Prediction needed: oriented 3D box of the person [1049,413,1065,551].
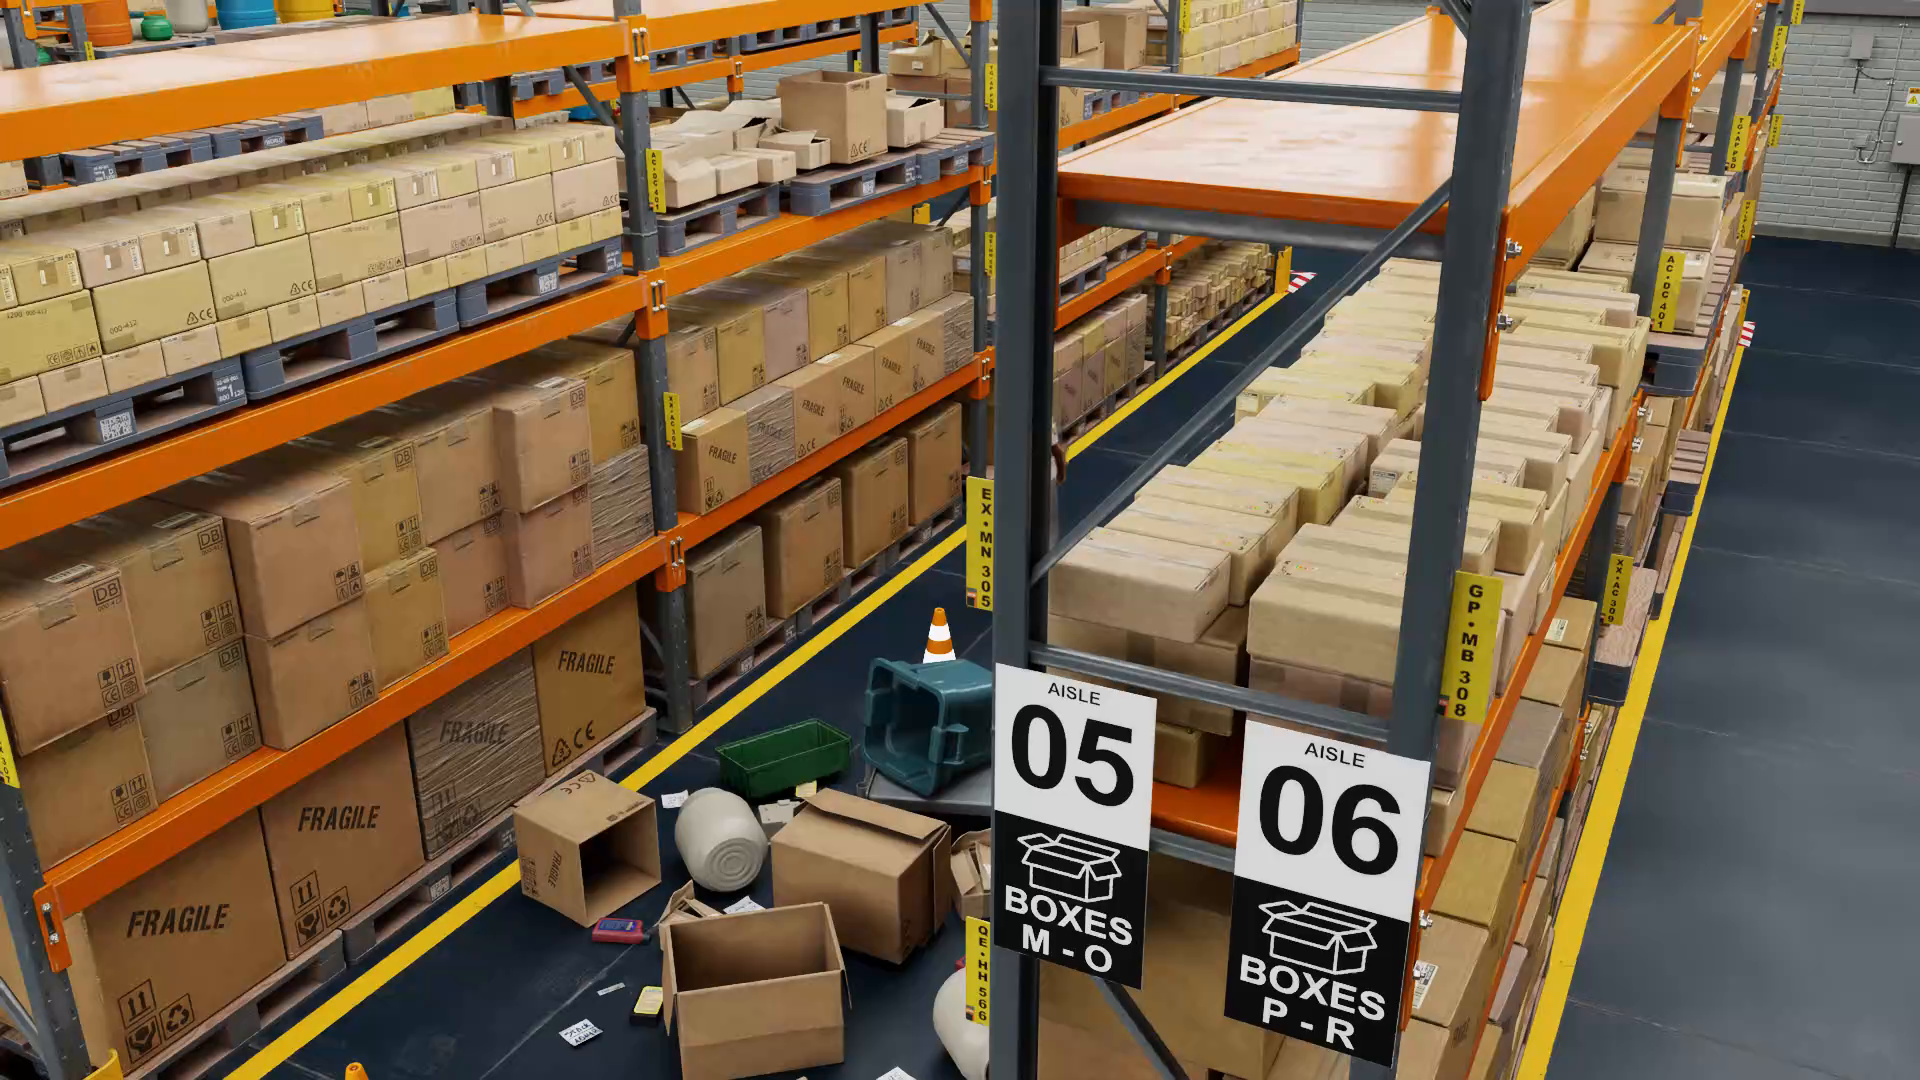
[{"bbox_3d":[0.508,-0.451,11.603,0.495,1.702,0.489,11,25,25],"label":"person"}]
